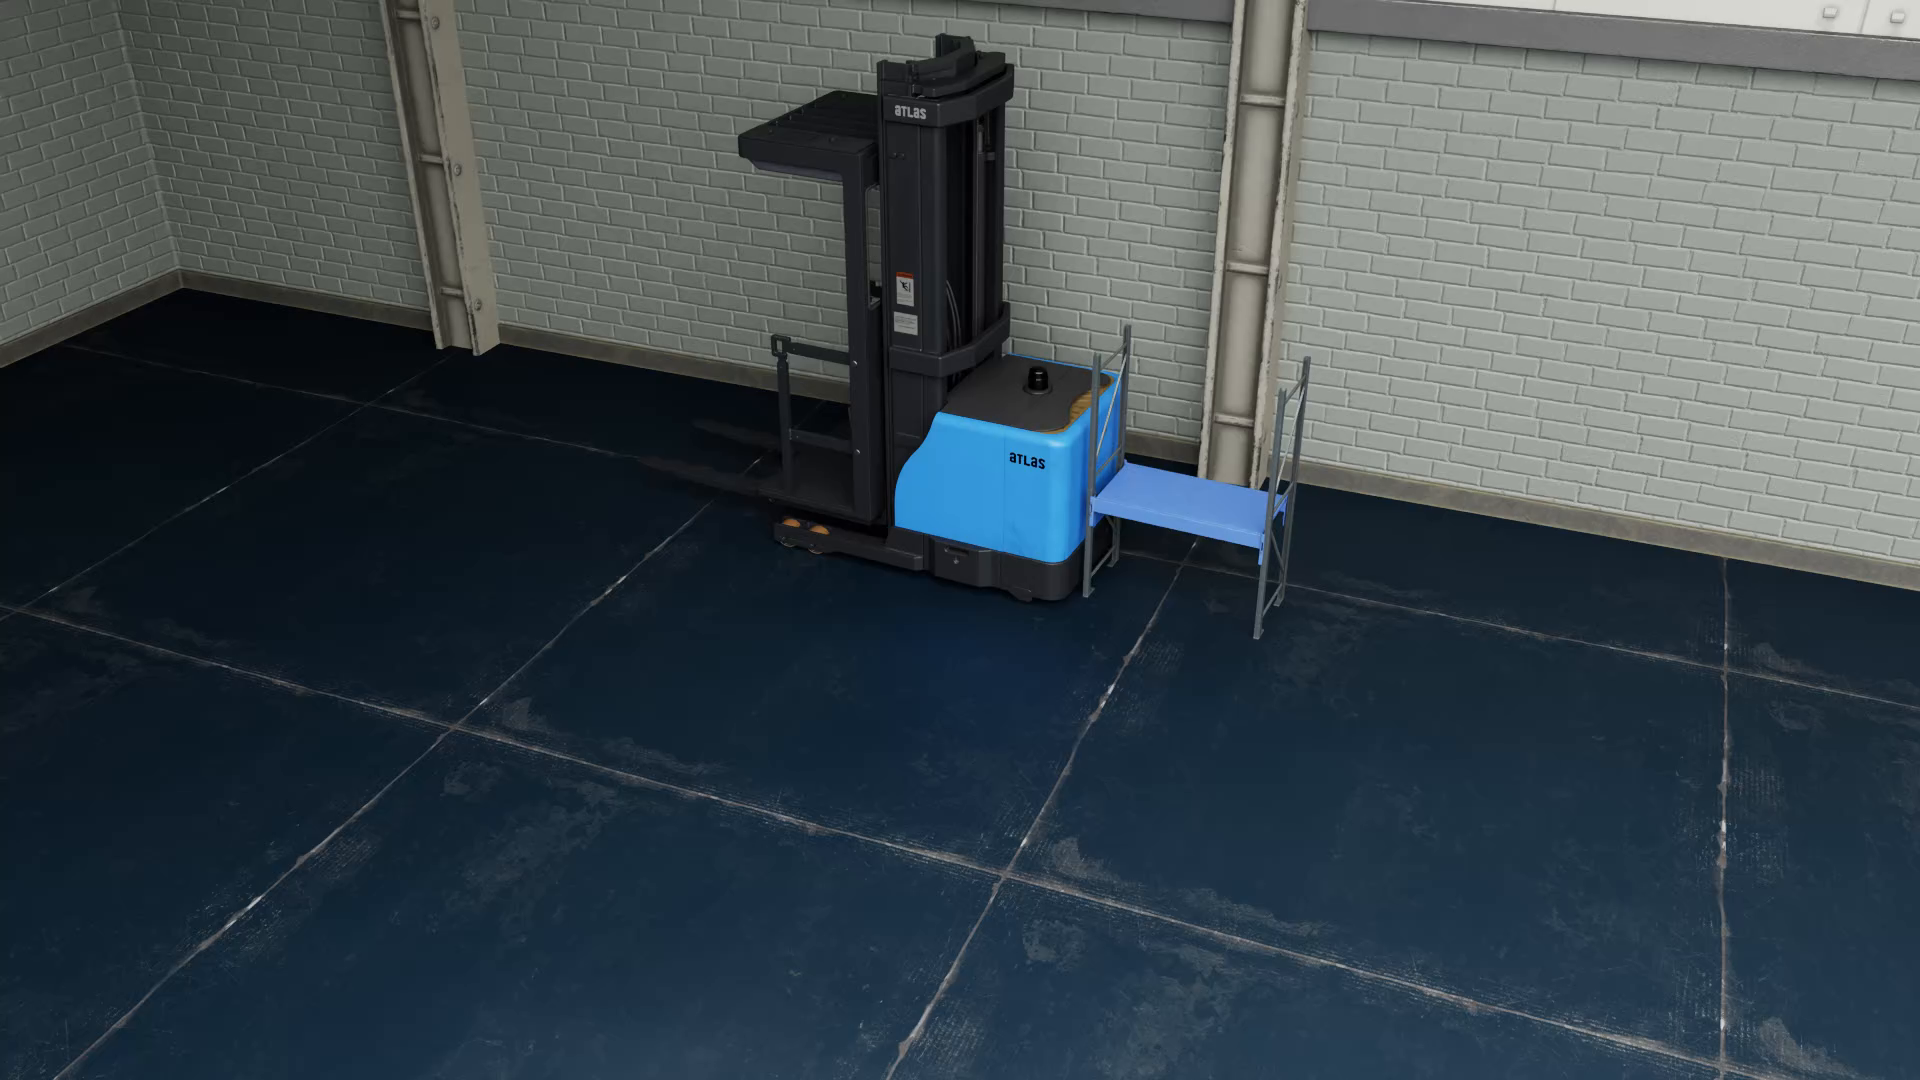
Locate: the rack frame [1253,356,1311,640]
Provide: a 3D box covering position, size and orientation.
[{"bbox_3d":[1.744,-0.214,9.016,0.032,1.500,0.500,13,32,22],"label":"rack frame"}]

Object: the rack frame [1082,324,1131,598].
[{"bbox_3d":[0.829,-0.433,9.403,0.032,1.500,0.500,13,32,22],"label":"rack frame"}]

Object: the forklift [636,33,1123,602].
[{"bbox_3d":[-0.562,-1.411,9.679,3.031,2.935,1.130,14,32,22],"label":"forklift"}]

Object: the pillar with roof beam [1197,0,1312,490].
[{"bbox_3d":[0.157,-2.351,5.175,0.400,9.000,9.100,11,31,19],"label":"pillar with roof beam"}]

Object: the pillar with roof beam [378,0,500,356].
[{"bbox_3d":[-5.403,-3.461,7.139,0.400,9.000,9.100,11,31,19],"label":"pillar with roof beam"}]

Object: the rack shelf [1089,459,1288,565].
[{"bbox_3d":[1.286,-0.167,9.298,1.000,0.185,0.538,13,32,22],"label":"rack shelf"}]

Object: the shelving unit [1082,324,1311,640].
[{"bbox_3d":[1.286,-0.323,9.209,1.048,1.500,0.538,13,32,22],"label":"shelving unit"}]
